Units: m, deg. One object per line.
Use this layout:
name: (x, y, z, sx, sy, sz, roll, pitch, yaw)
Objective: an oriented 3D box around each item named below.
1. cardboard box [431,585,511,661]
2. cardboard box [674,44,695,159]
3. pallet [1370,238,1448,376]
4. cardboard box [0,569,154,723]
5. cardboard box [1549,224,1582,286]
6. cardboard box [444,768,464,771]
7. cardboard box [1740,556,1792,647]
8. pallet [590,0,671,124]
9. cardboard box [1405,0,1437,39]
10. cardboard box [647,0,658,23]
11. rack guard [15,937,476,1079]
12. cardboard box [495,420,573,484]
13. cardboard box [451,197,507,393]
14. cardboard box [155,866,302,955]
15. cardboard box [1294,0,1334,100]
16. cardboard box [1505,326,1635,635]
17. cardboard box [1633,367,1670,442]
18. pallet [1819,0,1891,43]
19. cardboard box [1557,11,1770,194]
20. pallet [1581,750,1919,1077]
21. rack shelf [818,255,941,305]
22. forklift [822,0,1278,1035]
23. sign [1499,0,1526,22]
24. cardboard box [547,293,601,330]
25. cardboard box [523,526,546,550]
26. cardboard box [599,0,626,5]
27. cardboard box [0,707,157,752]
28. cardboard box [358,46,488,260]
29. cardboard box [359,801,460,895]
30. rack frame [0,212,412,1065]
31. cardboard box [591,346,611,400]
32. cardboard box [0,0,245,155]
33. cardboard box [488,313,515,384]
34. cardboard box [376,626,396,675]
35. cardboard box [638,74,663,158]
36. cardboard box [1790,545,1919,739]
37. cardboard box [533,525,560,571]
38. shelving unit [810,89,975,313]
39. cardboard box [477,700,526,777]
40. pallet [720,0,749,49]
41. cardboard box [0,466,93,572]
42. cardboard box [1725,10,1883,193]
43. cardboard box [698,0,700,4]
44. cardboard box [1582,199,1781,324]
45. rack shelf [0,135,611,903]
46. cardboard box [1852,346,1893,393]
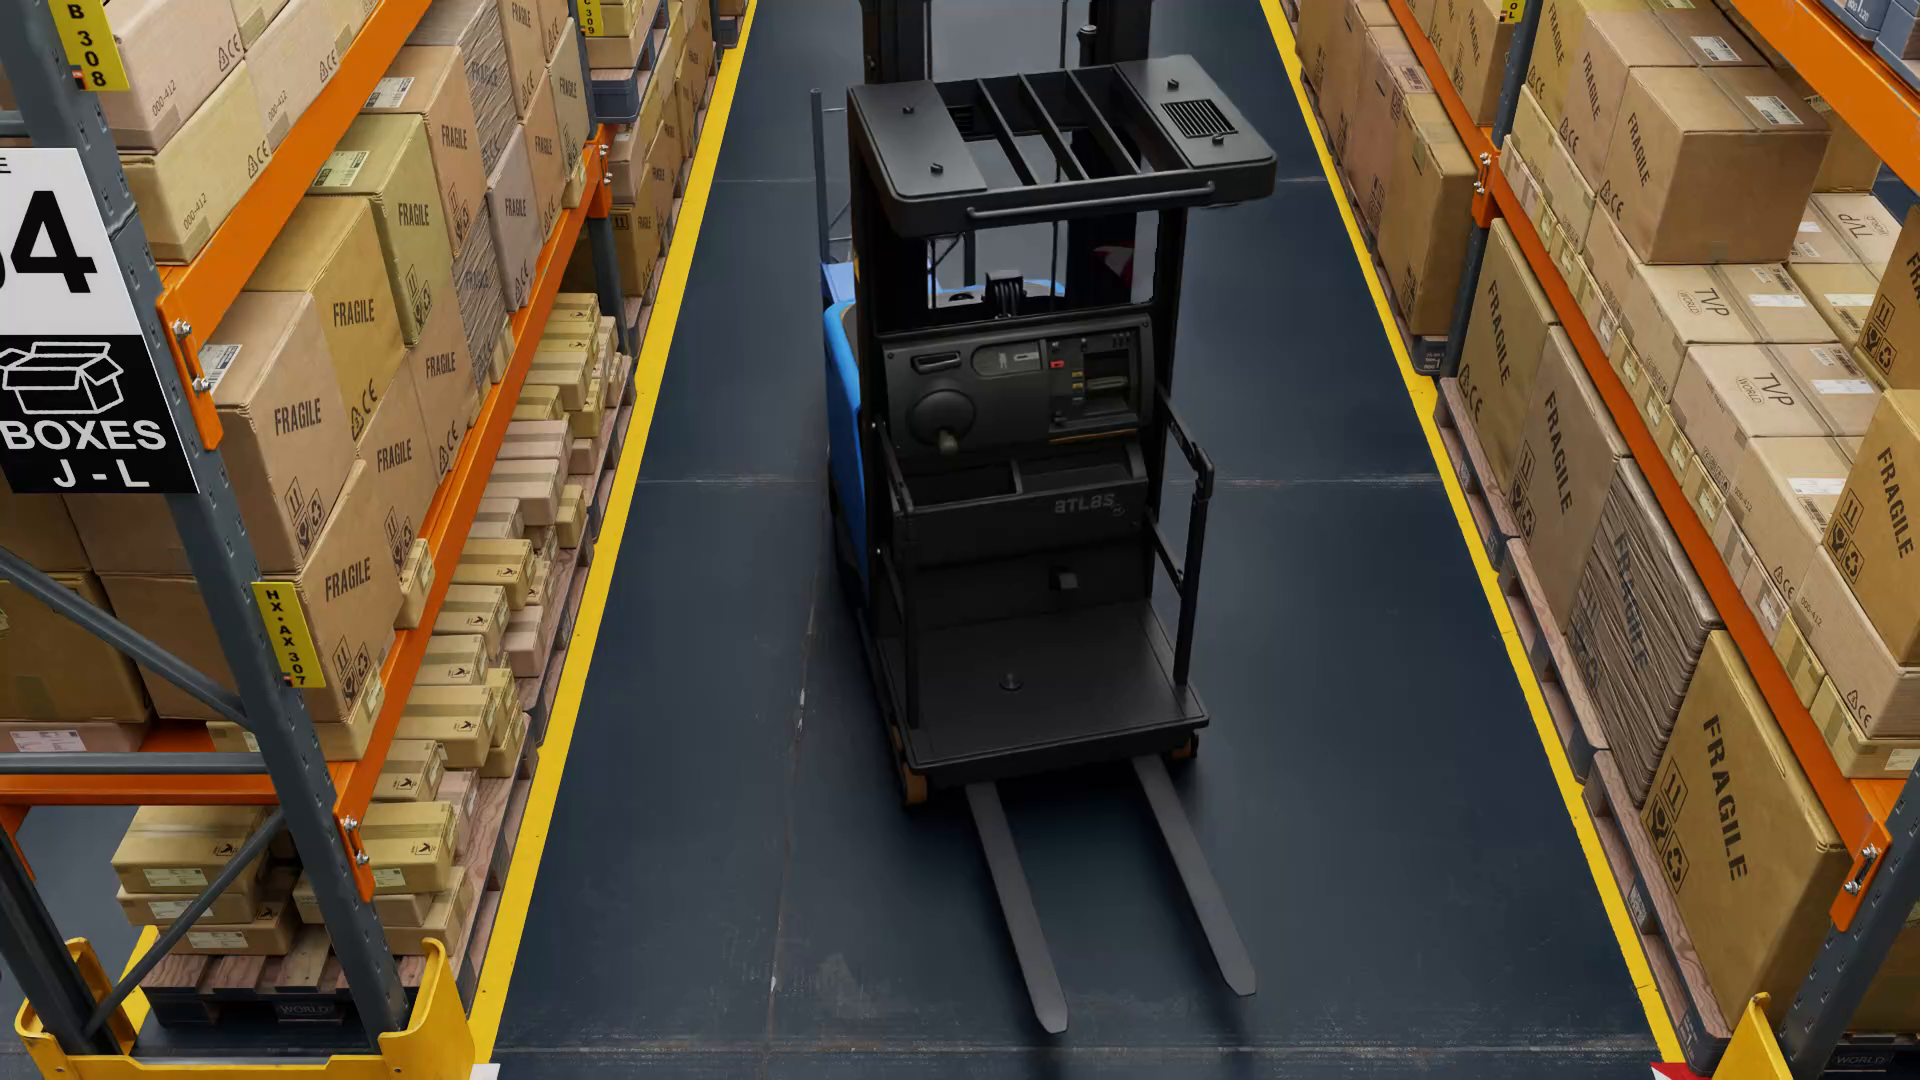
cardboard box: (-1.838, 0.293, 5.954, 0.380, 0.149, 0.250, 1, 39, 2)
cardboard box: (-1.843, -2.562, 9.711, 0.500, 0.500, 0.500, -2, 39, -2)
pallet: (2.769, -1.273, 8.670, 1.003, 0.211, 1.213, 0, 39, 0)
cardboard box: (-2.368, 0.127, 4.375, 0.500, 0.500, 0.500, 1, 39, 1)
cardboard box: (2.516, -1.102, 6.428, 0.380, 0.149, 0.250, -1, 39, -1)
cardboard box: (-1.887, 0.743, 5.630, 0.380, 0.149, 0.250, 0, 39, 1)
cardboard box: (2.519, 0.177, 4.831, 0.380, 0.149, 0.250, 0, 39, 0)
pallet: (-1.970, -2.342, 7.927, 1.003, 0.211, 1.213, 0, 39, 0)
cardboard box: (2.571, -2.847, 8.324, 0.500, 0.500, 0.500, 0, 39, -1)
cardboard box: (-1.658, -2.581, 7.937, 0.380, 0.149, 0.250, 0, 39, 0)
rack guard: (-2.110, 1.491, 4.990, 1.175, 0.500, 0.348, 0, 39, 0)
cardboard box: (-1.792, -0.353, 6.760, 0.380, 0.149, 0.250, -2, 39, -2)
cardboard box: (-1.855, -0.833, 5.573, 0.500, 0.500, 0.500, -1, 39, -1)
cardboard box: (-2.319, 1.182, 5.320, 0.380, 0.149, 0.250, 1, 39, 1)
cardboard box: (2.821, -3.284, 10.312, 1.225, 0.875, 0.875, -2, 39, -2)
cardboard box: (2.767, -0.238, 6.512, 0.875, 0.875, 0.875, 0, 39, 0)
cardboard box: (2.519, -0.458, 5.624, 0.380, 0.149, 0.250, 1, 39, 1)
pallet: (2.834, -1.742, 4.698, 1.003, 0.211, 1.213, 0, 39, 0)
cardboard box: (2.583, -1.622, 6.157, 0.500, 0.500, 0.500, 0, 39, 0)
pallet: (2.771, 1.210, 5.571, 1.003, 0.211, 1.213, 0, 39, 0)
rack shelf: (-0.299, -0.975, 7.555, 0.538, 0.185, 1.000, -8, 39, -10)
forklift: (0.256, -0.444, 5.461, 1.130, 2.935, 3.031, -8, 39, -10)
sign: (2.303, -2.294, 6.851, 0.100, 0.325, 0.005, 0, 39, 0)
cardboard box: (-1.854, -1.000, 7.567, 0.380, 0.149, 0.250, 1, 39, 1)
cardboard box: (-1.864, -0.089, 6.668, 0.380, 0.149, 0.250, -2, 39, -2)
cardboard box: (-1.655, -2.483, 7.340, 0.380, 0.149, 0.250, 2, 39, 2)
cardboard box: (-2.393, 0.457, 4.482, 0.380, 0.149, 0.250, 0, 39, 0)
cardboard box: (-1.834, -1.223, 5.260, 0.500, 0.500, 0.500, -1, 39, -1)
cardboard box: (-1.771, 0.951, 5.133, 0.380, 0.149, 0.250, -2, 39, -2)
rack frame: (-2.110, 0.563, 4.149, 1.000, 3.000, 0.127, 0, 39, 0)
cardboard box: (-1.784, -0.740, 7.481, 0.380, 0.149, 0.250, -2, 39, -2)
cardboard box: (-1.851, -1.025, 3.452, 0.500, 0.250, 0.500, 1, 39, 1)
cardboard box: (-1.807, -0.685, 5.907, 0.380, 0.149, 0.250, 1, 39, 1)
cardboard box: (-1.824, 0.299, 4.680, 0.380, 0.149, 0.250, 1, 39, 2)
cardboard box: (-1.854, -2.215, 8.679, 0.500, 0.250, 0.500, 1, 39, 1)
cardboard box: (2.584, 0.262, 4.407, 0.500, 0.250, 0.500, -1, 39, -1)
cardboard box: (-1.839, 0.065, 6.714, 0.380, 0.149, 0.250, 1, 39, 1)
shelving unit: (-0.299, -1.115, 7.442, 0.538, 1.500, 1.048, -8, 39, -10)
cardboard box: (-1.771, 0.704, 5.916, 0.380, 0.149, 0.250, 0, 39, 1)
pallet: (-2.045, -3.845, 11.879, 1.003, 0.211, 1.213, 0, 39, 0)
cardboard box: (-2.359, -0.269, 4.069, 0.500, 0.500, 0.500, -1, 39, -1)
cardboard box: (3.110, -1.629, 6.166, 0.500, 0.500, 0.500, 0, 39, 0)
cardboard box: (-1.856, -3.494, 10.274, 0.500, 0.250, 0.500, -1, 39, -1)
cardboard box: (2.586, -1.008, 5.991, 0.500, 0.250, 0.500, 1, 39, 1)
rack shelf: (-2.112, -0.407, 5.935, 1.077, 0.370, 4.000, 0, 39, 0)
cardboard box: (3.115, -0.375, 5.201, 0.500, 0.250, 0.500, -1, 39, -2)
